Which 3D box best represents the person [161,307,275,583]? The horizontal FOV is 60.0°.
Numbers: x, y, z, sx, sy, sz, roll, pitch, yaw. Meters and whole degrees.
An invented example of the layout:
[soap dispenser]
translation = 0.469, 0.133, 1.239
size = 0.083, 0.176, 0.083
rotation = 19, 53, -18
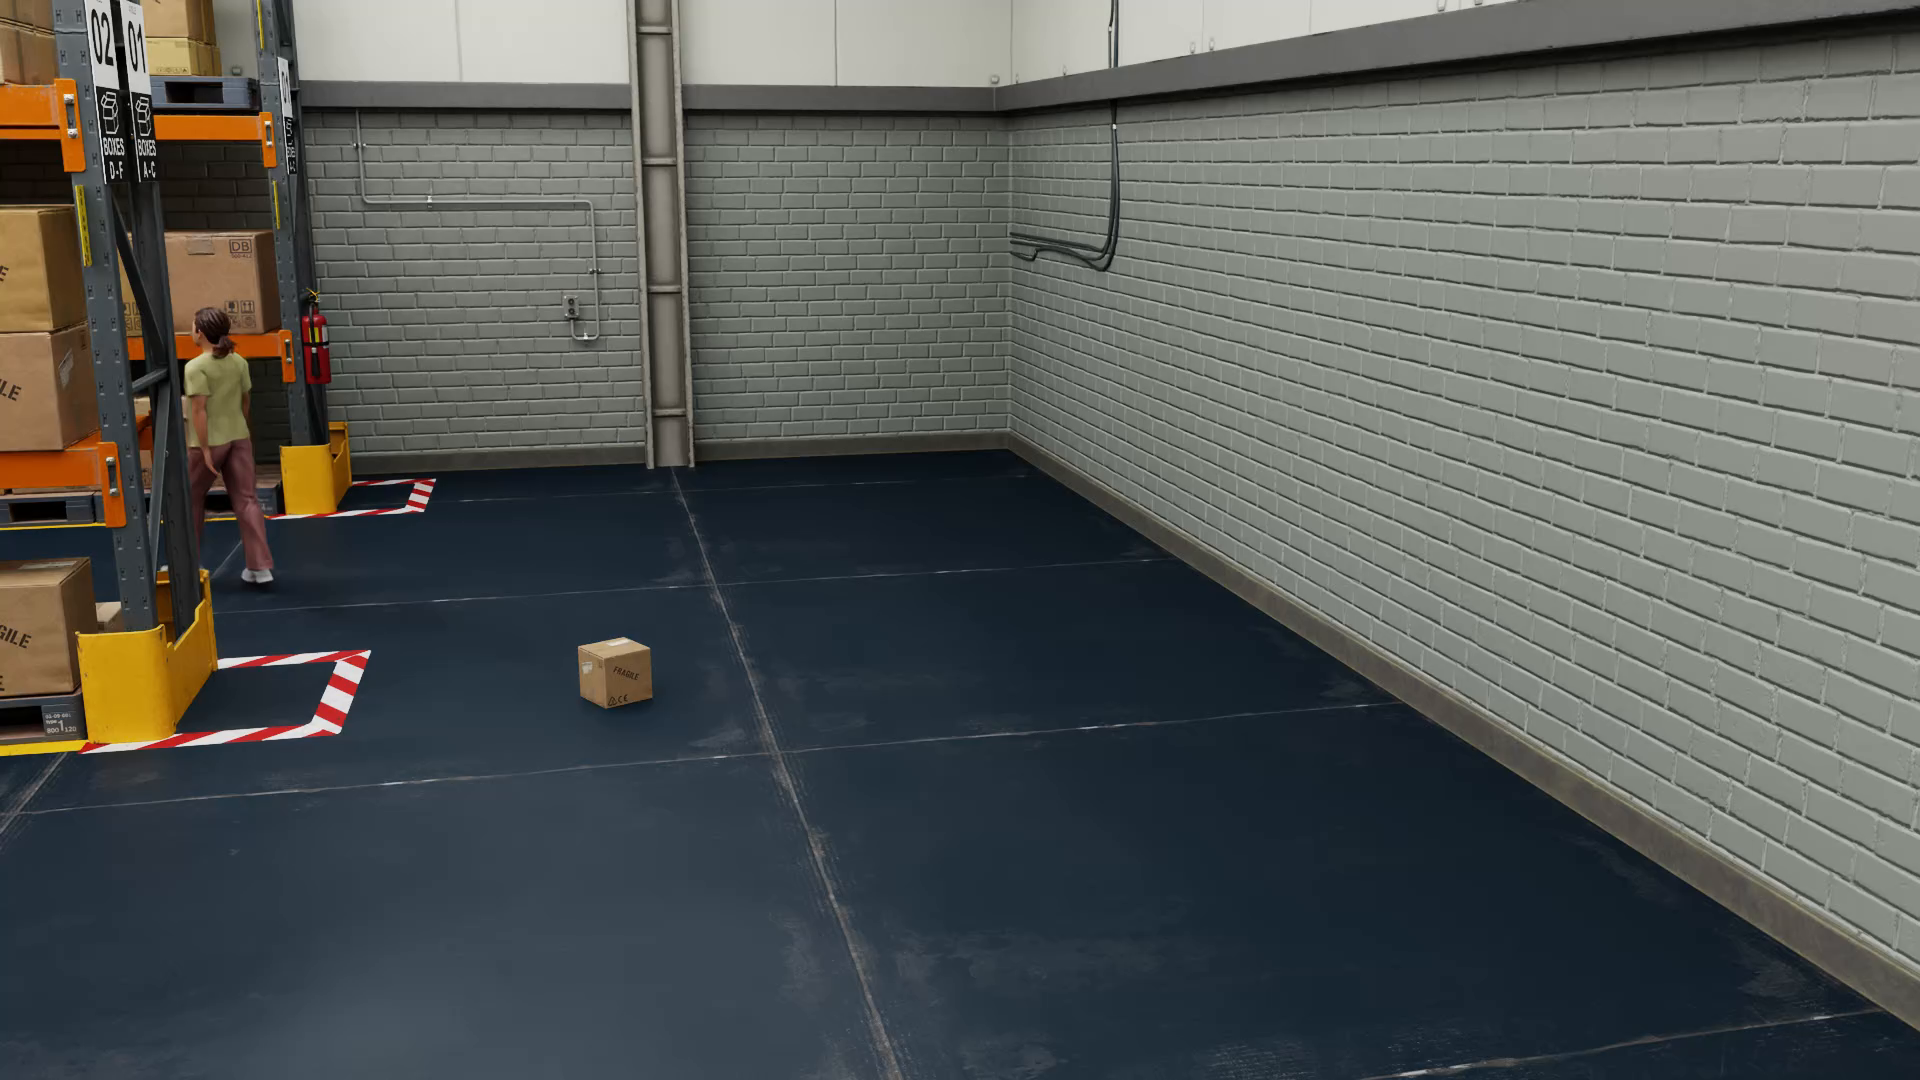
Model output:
[person]
translation = -4.463, -0.565, 9.926
size = 0.887, 1.640, 0.460
rotation = 9, 15, 33
